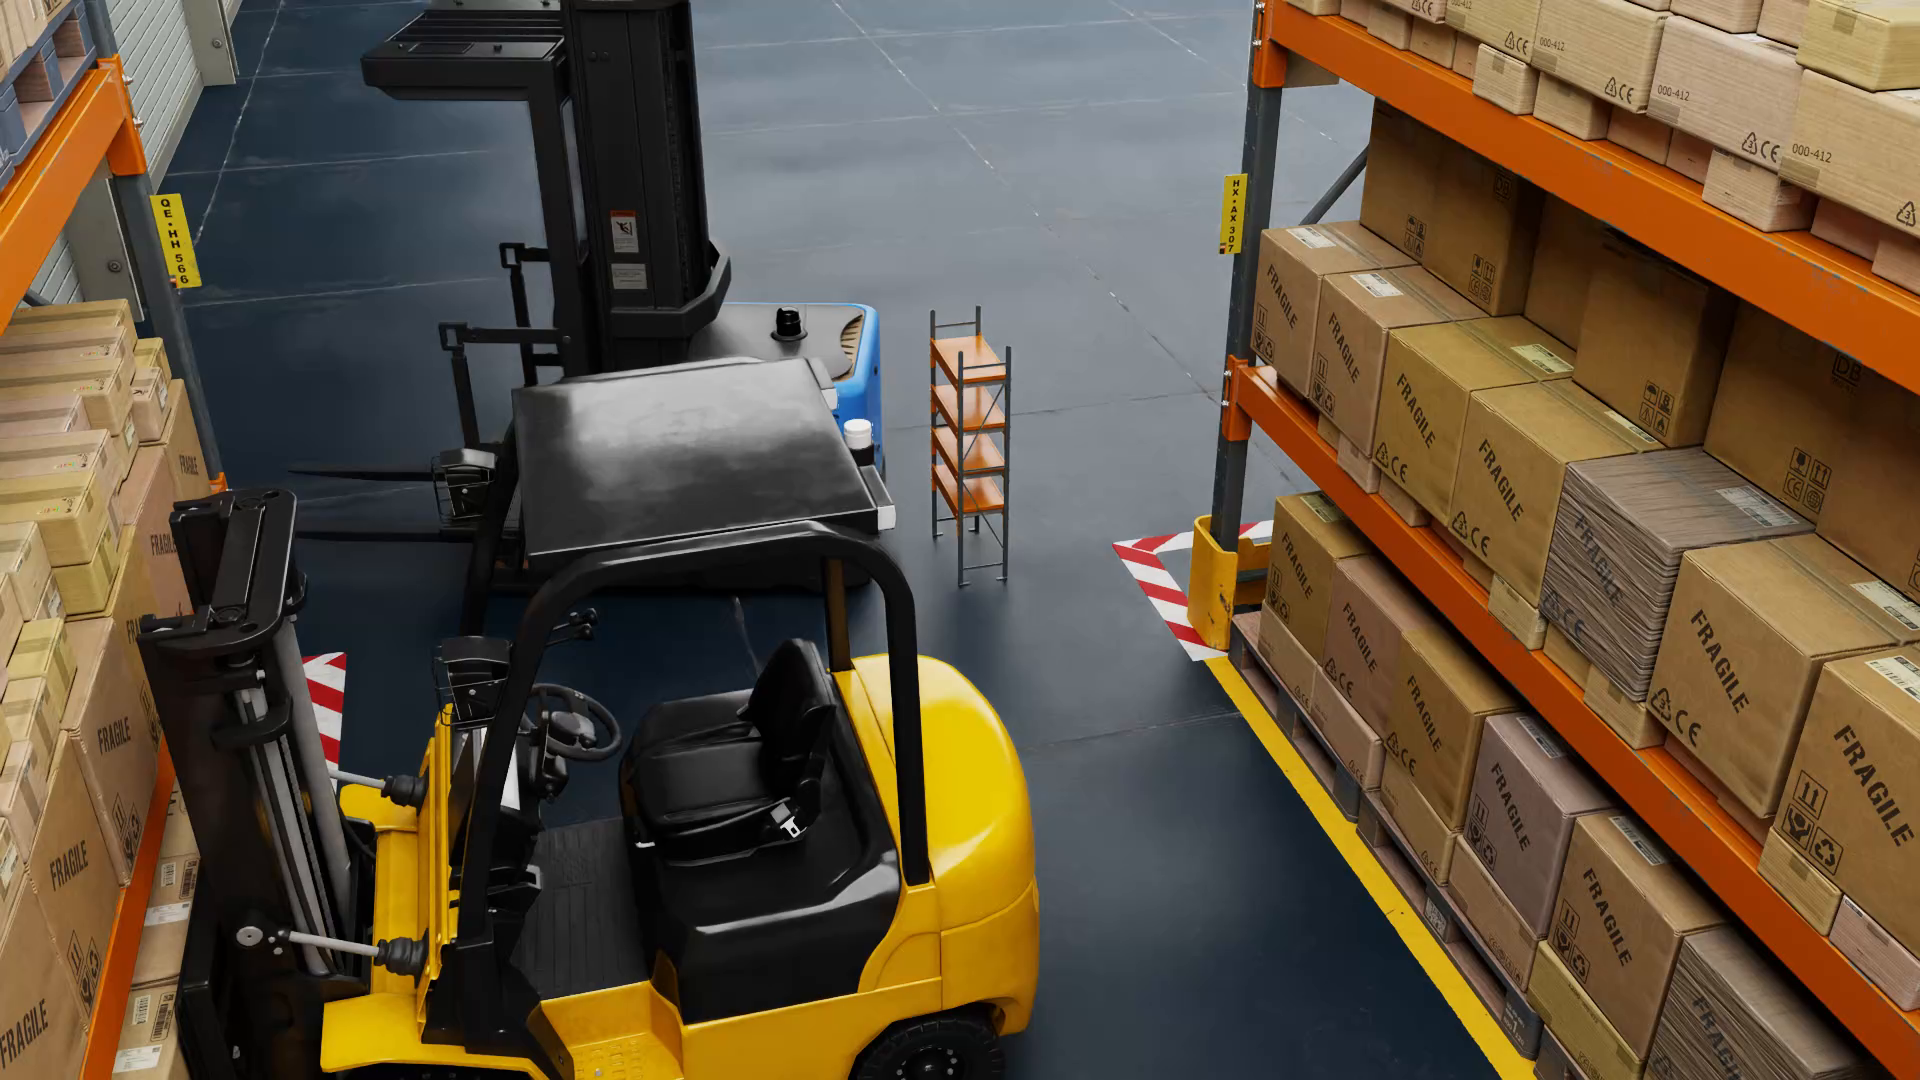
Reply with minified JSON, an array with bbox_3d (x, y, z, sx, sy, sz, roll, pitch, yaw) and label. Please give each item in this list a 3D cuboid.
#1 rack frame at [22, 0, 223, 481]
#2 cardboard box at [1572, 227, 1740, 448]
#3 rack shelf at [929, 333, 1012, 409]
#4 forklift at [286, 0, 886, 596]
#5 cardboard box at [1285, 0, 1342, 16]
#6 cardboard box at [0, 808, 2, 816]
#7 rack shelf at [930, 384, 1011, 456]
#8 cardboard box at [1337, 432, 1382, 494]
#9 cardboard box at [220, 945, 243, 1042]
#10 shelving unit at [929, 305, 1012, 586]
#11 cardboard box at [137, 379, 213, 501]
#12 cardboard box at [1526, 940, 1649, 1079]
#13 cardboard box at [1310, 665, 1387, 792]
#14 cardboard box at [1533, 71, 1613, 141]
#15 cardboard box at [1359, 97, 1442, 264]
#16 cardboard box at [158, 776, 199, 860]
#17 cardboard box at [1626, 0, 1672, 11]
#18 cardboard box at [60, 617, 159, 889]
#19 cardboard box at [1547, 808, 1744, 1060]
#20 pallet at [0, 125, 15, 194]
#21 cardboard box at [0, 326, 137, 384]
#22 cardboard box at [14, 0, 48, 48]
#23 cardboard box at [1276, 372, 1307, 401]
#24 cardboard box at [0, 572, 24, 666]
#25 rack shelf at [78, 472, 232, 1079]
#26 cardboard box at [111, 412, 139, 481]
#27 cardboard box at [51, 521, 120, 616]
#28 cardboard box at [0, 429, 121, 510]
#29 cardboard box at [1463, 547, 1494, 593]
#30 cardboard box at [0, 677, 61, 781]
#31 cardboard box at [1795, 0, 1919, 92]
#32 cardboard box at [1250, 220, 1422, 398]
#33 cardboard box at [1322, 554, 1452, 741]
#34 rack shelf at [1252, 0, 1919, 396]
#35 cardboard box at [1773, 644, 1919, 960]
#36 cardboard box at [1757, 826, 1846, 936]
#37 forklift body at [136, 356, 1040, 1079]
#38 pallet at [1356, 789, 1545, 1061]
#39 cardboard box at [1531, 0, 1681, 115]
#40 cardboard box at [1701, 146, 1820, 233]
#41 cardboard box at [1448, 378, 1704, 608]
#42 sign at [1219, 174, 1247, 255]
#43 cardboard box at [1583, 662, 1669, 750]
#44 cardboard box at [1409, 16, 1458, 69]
[{"bbox_3d":[-3.169,-0.335,5.834,1.000,3.000,0.127,-8,31,-13],"label":"rack frame"},{"bbox_3d":[2.322,-0.646,4.977,0.700,0.500,0.500,-8,31,-14],"label":"cardboard box"},{"bbox_3d":[0.044,-0.779,7.614,0.258,0.148,0.480,-8,31,-13],"label":"rack shelf"},{"bbox_3d":[-1.906,-1.273,7.523,3.031,2.935,1.130,1,30,1],"label":"forklift"},{"bbox_3d":[1.391,-1.983,5.937,0.380,0.149,0.250,-8,31,-13],"label":"cardboard box"},{"bbox_3d":[-2.108,0.577,3.215,0.380,0.149,0.250,-7,31,-12],"label":"cardboard box"},{"bbox_3d":[0.044,-0.575,7.733,0.258,0.148,0.480,-8,31,-13],"label":"rack shelf"},{"bbox_3d":[1.603,-0.309,6.039,0.380,0.149,0.250,-7,31,-13],"label":"cardboard box"},{"bbox_3d":[-2.329,1.383,4.693,0.500,0.250,0.500,-8,31,-13],"label":"cardboard box"},{"bbox_3d":[0.044,-0.439,7.811,0.258,1.200,0.503,-8,31,-13],"label":"shelving unit"},{"bbox_3d":[-2.785,-0.175,5.459,0.500,0.500,0.500,-9,31,-14],"label":"cardboard box"},{"bbox_3d":[2.111,1.438,5.097,0.500,0.250,0.500,-9,31,-15],"label":"cardboard box"},{"bbox_3d":[1.692,0.686,6.397,0.500,0.250,0.500,-7,31,-11],"label":"cardboard box"},{"bbox_3d":[1.847,-1.237,4.649,0.380,0.149,0.250,-9,31,-15],"label":"cardboard box"},{"bbox_3d":[1.962,-1.384,6.251,0.700,0.500,0.500,-9,31,-14],"label":"cardboard box"},{"bbox_3d":[-2.461,0.910,5.011,0.500,0.250,0.500,-7,31,-13],"label":"cardboard box"},{"bbox_3d":[1.880,-1.459,4.237,0.380,0.149,0.250,-7,31,-13],"label":"cardboard box"},{"bbox_3d":[-2.376,0.565,4.179,0.500,0.500,0.500,-8,31,-13],"label":"cardboard box"},{"bbox_3d":[2.125,1.124,4.891,0.500,0.500,0.500,-7,31,-12],"label":"cardboard box"},{"bbox_3d":[-2.679,-0.659,3.489,1.003,0.211,1.213,-8,31,-13],"label":"pallet"},{"bbox_3d":[-2.775,-0.527,5.123,0.380,0.149,0.250,-8,31,-13],"label":"cardboard box"},{"bbox_3d":[-2.656,-1.389,4.394,0.380,0.149,0.250,-9,31,-15],"label":"cardboard box"},{"bbox_3d":[1.507,-0.696,6.709,0.380,0.149,0.250,-8,31,-13],"label":"cardboard box"},{"bbox_3d":[-2.407,0.221,3.829,0.380,0.149,0.250,-8,31,-13],"label":"cardboard box"},{"bbox_3d":[-2.638,0.943,4.345,1.077,0.370,4.000,-8,31,-13],"label":"rack shelf"},{"bbox_3d":[-2.700,-0.276,4.984,0.380,0.149,0.250,-7,31,-12],"label":"cardboard box"},{"bbox_3d":[-2.442,0.088,4.357,0.380,0.149,0.250,-8,31,-13],"label":"cardboard box"},{"bbox_3d":[-2.509,-0.163,4.494,0.380,0.149,0.250,-7,31,-12],"label":"cardboard box"},{"bbox_3d":[1.873,0.063,5.398,0.380,0.149,0.250,-9,31,-15],"label":"cardboard box"},{"bbox_3d":[-2.250,0.462,3.710,0.380,0.149,0.250,-9,31,-15],"label":"cardboard box"},{"bbox_3d":[2.062,-1.084,3.589,0.380,0.149,0.250,-7,31,-12],"label":"cardboard box"},{"bbox_3d":[1.474,-0.903,6.419,0.500,0.500,0.500,-8,31,-14],"label":"cardboard box"},{"bbox_3d":[1.713,0.377,6.181,0.500,0.500,0.500,-9,31,-15],"label":"cardboard box"},{"bbox_3d":[2.147,-1.017,4.737,1.077,0.370,4.000,-8,31,-13],"label":"rack shelf"},{"bbox_3d":[2.320,0.582,3.854,0.500,0.500,0.500,-9,31,-15],"label":"cardboard box"},{"bbox_3d":[2.226,0.810,4.107,0.380,0.149,0.250,-7,31,-12],"label":"cardboard box"},{"bbox_3d":[-0.906,0.706,4.883,2.313,2.155,1.214,-8,31,-13],"label":"forklift body"},{"bbox_3d":[2.138,1.232,5.910,1.003,0.211,1.213,-8,31,-13],"label":"pallet"},{"bbox_3d":[1.895,-1.339,4.428,0.500,0.250,0.500,-7,31,-12],"label":"cardboard box"},{"bbox_3d":[2.040,-0.865,4.006,0.380,0.149,0.250,-7,31,-12],"label":"cardboard box"},{"bbox_3d":[1.894,-0.163,5.140,0.500,0.500,0.500,-8,31,-14],"label":"cardboard box"},{"bbox_3d":[1.093,-1.299,6.636,0.100,0.325,0.005,-8,31,-13],"label":"sign"},{"bbox_3d":[2.026,0.439,4.748,0.380,0.149,0.250,-8,31,-14],"label":"cardboard box"},{"bbox_3d":[1.674,-1.619,5.309,0.380,0.149,0.250,-8,31,-14],"label":"cardboard box"}]
